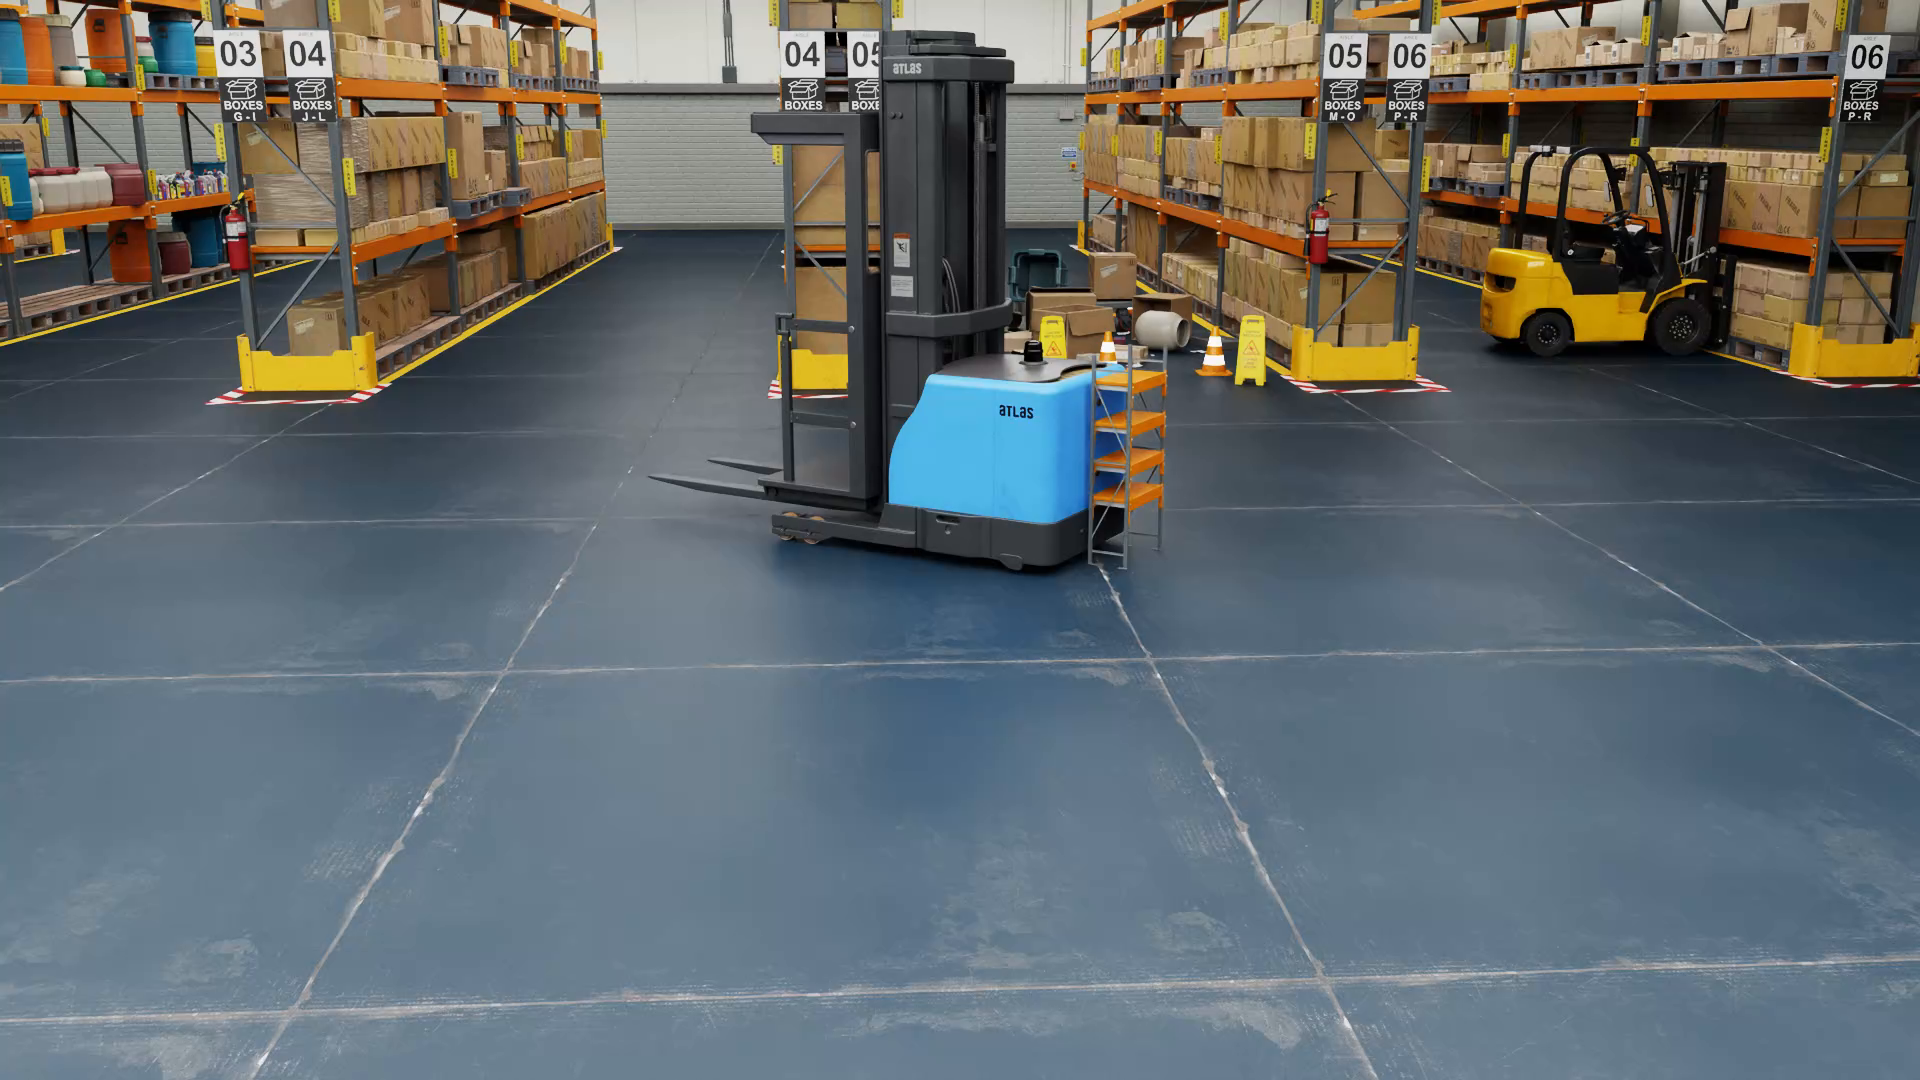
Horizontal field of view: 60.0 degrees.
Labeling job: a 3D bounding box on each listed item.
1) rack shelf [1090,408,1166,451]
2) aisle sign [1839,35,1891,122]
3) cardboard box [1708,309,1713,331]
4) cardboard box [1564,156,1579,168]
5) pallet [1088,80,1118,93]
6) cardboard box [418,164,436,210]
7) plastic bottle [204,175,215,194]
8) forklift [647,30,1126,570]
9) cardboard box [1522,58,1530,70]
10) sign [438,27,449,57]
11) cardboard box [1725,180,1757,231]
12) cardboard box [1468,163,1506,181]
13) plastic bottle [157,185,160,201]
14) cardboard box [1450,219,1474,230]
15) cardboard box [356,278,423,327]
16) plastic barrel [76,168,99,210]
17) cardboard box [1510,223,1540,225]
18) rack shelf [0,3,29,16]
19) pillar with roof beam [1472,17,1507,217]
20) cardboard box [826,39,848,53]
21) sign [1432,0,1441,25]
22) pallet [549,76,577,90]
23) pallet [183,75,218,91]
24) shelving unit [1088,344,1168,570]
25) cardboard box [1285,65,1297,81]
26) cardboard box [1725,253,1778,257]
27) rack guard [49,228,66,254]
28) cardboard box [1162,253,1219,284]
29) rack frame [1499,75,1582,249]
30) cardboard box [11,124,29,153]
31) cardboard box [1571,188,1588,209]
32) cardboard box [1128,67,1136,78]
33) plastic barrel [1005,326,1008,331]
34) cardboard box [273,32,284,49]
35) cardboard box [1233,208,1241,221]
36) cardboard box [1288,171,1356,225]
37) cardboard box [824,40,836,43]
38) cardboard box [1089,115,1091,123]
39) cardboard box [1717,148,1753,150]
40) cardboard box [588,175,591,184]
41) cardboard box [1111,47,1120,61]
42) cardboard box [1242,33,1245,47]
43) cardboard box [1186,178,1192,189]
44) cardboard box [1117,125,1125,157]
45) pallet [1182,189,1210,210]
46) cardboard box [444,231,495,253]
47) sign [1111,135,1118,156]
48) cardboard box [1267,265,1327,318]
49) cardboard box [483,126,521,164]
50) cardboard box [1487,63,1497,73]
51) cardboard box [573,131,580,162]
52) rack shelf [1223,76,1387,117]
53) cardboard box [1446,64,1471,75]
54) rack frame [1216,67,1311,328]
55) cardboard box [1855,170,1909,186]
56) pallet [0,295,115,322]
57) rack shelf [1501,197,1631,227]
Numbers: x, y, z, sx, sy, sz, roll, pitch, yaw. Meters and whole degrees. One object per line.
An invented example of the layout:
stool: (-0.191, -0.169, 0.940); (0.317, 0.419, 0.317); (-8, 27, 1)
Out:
rack shelf: (0.957, -0.632, 9.446); (0.258, 0.148, 0.480); (8, 16, 29)
aisle sign: (8.487, -4.326, 15.603); (0.394, 0.787, 0.004); (-1, 14, -3)
cardboard box: (8.334, -2.449, 18.200); (0.500, 0.250, 0.500); (0, 14, -2)
cardboard box: (8.083, -4.909, 21.583); (0.380, 0.149, 0.250); (-1, 14, -5)
pallet: (2.888, -8.215, 30.093); (1.003, 0.211, 1.213); (-1, 14, -3)
cardboard box: (-6.350, -3.932, 18.490); (0.875, 0.500, 0.500); (-1, 14, -3)
plastic bottle: (-11.346, -5.362, 25.097); (0.152, 0.276, 0.135); (-1, 14, -3)
forklift: (-0.545, -1.499, 9.968); (3.031, 2.935, 1.130); (8, 17, 29)
cardboard box: (7.999, -6.577, 22.976); (0.380, 0.166, 0.250); (-1, 14, -4)
sign: (-5.775, -5.566, 18.580); (0.100, 0.325, 0.005); (-1, 14, -3)
cardboard box: (8.429, -3.511, 17.453); (0.500, 0.500, 0.500); (-1, 14, -4)
cardboard box: (7.892, -5.466, 24.708); (0.500, 0.250, 0.500); (-2, 15, -6)
plastic bottle: (-11.192, -4.850, 23.115); (0.097, 0.271, 0.097); (0, 14, 0)
cardboard box: (7.933, -4.962, 26.165); (0.380, 0.149, 0.250); (0, 14, -1)
cardboard box: (-6.288, -2.603, 18.295); (0.500, 0.500, 0.500); (4, 15, 14)
plastic barrel: (-11.204, -4.467, 21.145); (0.421, 0.512, 0.421); (0, 14, 0)
cardboard box: (8.550, -4.715, 25.204); (0.380, 0.149, 0.250); (-2, 15, -6)
rack shelf: (-16.823, -8.743, 27.396); (1.077, 0.370, 4.000); (-1, 14, -3)
pillar with roof beam: (4.593, -9.098, 27.329); (9.100, 9.000, 0.400); (-1, 14, -3)
cardboard box: (-1.563, -5.709, 19.432); (0.500, 0.250, 0.500); (-1, 14, -3)
sign: (4.364, -4.895, 15.257); (0.100, 0.325, 0.005); (-1, 14, -3)
pallet: (-6.852, -7.455, 27.140); (1.003, 0.211, 1.213); (-1, 14, -3)
pallet: (-11.536, -6.651, 24.216); (1.003, 0.211, 1.213); (-1, 14, -3)
shelving unit: (0.957, -0.480, 9.485); (0.258, 1.200, 0.503); (8, 16, 29)
cardboard box: (3.479, -4.679, 16.677); (0.380, 0.149, 0.250); (-1, 14, -4)
cardboard box: (8.817, -3.068, 18.598); (0.500, 0.250, 0.500); (-1, 14, -3)
rack guard: (-16.943, -5.455, 30.225); (1.175, 0.500, 0.348); (-1, 14, -3)
cardboard box: (3.352, -3.790, 23.168); (0.950, 0.372, 0.625); (-2, 15, -7)
rack frame: (8.281, -5.078, 23.741); (1.000, 3.000, 0.127); (-1, 14, -3)
cardboard box: (-16.613, -6.985, 28.948); (0.500, 0.500, 0.500); (0, 14, -2)
cardboard box: (8.199, -4.380, 21.332); (0.500, 0.250, 0.500); (-1, 14, -3)
cardboard box: (2.808, -7.218, 25.665); (0.380, 0.166, 0.250); (-2, 15, -7)
plastic barrel: (0.242, -2.397, 18.495); (0.512, 0.421, 0.421); (10, 18, 35)
cardboard box: (-6.296, -4.561, 15.216); (0.380, 0.149, 0.250); (-1, 14, -5)
cardboard box: (3.342, -3.738, 19.040); (0.380, 0.149, 0.250); (0, 14, -2)
cardboard box: (3.514, -3.334, 16.165); (0.500, 0.500, 0.500); (-1, 14, -4)
cardboard box: (-1.544, -5.303, 17.257); (0.500, 0.250, 0.500); (-1, 14, -4)
cardboard box: (2.577, -7.744, 30.595); (0.380, 0.149, 0.250); (-1, 14, -2)
cardboard box: (8.854, -4.386, 18.954); (0.380, 0.149, 0.250); (-1, 14, -4)
cardboard box: (-6.615, -6.251, 28.807); (0.380, 0.149, 0.250); (-1, 14, -2)
cardboard box: (2.963, -8.084, 28.156); (0.797, 0.503, 0.637); (0, 14, 1)
cardboard box: (3.321, -5.509, 18.302); (0.380, 0.149, 0.250); (-1, 14, -5)
cardboard box: (3.206, -4.731, 22.055); (0.380, 0.149, 0.250); (0, 14, 0)
cardboard box: (2.819, -6.414, 26.726); (0.500, 0.500, 0.500); (-1, 14, -3)
pallet: (3.490, -4.415, 21.552); (1.003, 0.211, 1.213); (-1, 14, -3)
cardboard box: (-6.450, -3.915, 21.850); (0.500, 0.250, 0.500); (1, 14, 3)
sign: (2.525, -6.443, 27.153); (0.100, 0.325, 0.005); (-1, 14, -3)
cardboard box: (3.477, -2.570, 17.167); (0.500, 0.500, 0.500); (0, 14, -1)
cardboard box: (-6.593, -5.563, 23.415); (0.797, 0.503, 0.637); (0, 14, -2)
cardboard box: (7.972, -6.927, 24.409); (0.380, 0.149, 0.250); (-1, 14, -3)
cardboard box: (-6.609, -6.522, 27.554); (0.500, 0.500, 0.500); (-1, 14, -3)
rack shelf: (3.699, -4.612, 17.356); (1.077, 0.370, 4.000); (-1, 14, -3)
cardboard box: (7.727, -7.257, 25.654); (0.380, 0.149, 0.250); (-1, 14, -2)
rack frame: (3.575, -4.005, 19.573); (1.000, 3.000, 0.127); (-1, 14, -3)
cardboard box: (9.014, -3.539, 16.258); (0.380, 0.149, 0.250); (-1, 14, -5)
pallet: (-11.426, -2.924, 20.968); (1.003, 0.211, 1.213); (-1, 14, -3)
rack shelf: (8.405, -4.232, 21.897); (1.077, 0.370, 4.000); (-1, 14, -3)
